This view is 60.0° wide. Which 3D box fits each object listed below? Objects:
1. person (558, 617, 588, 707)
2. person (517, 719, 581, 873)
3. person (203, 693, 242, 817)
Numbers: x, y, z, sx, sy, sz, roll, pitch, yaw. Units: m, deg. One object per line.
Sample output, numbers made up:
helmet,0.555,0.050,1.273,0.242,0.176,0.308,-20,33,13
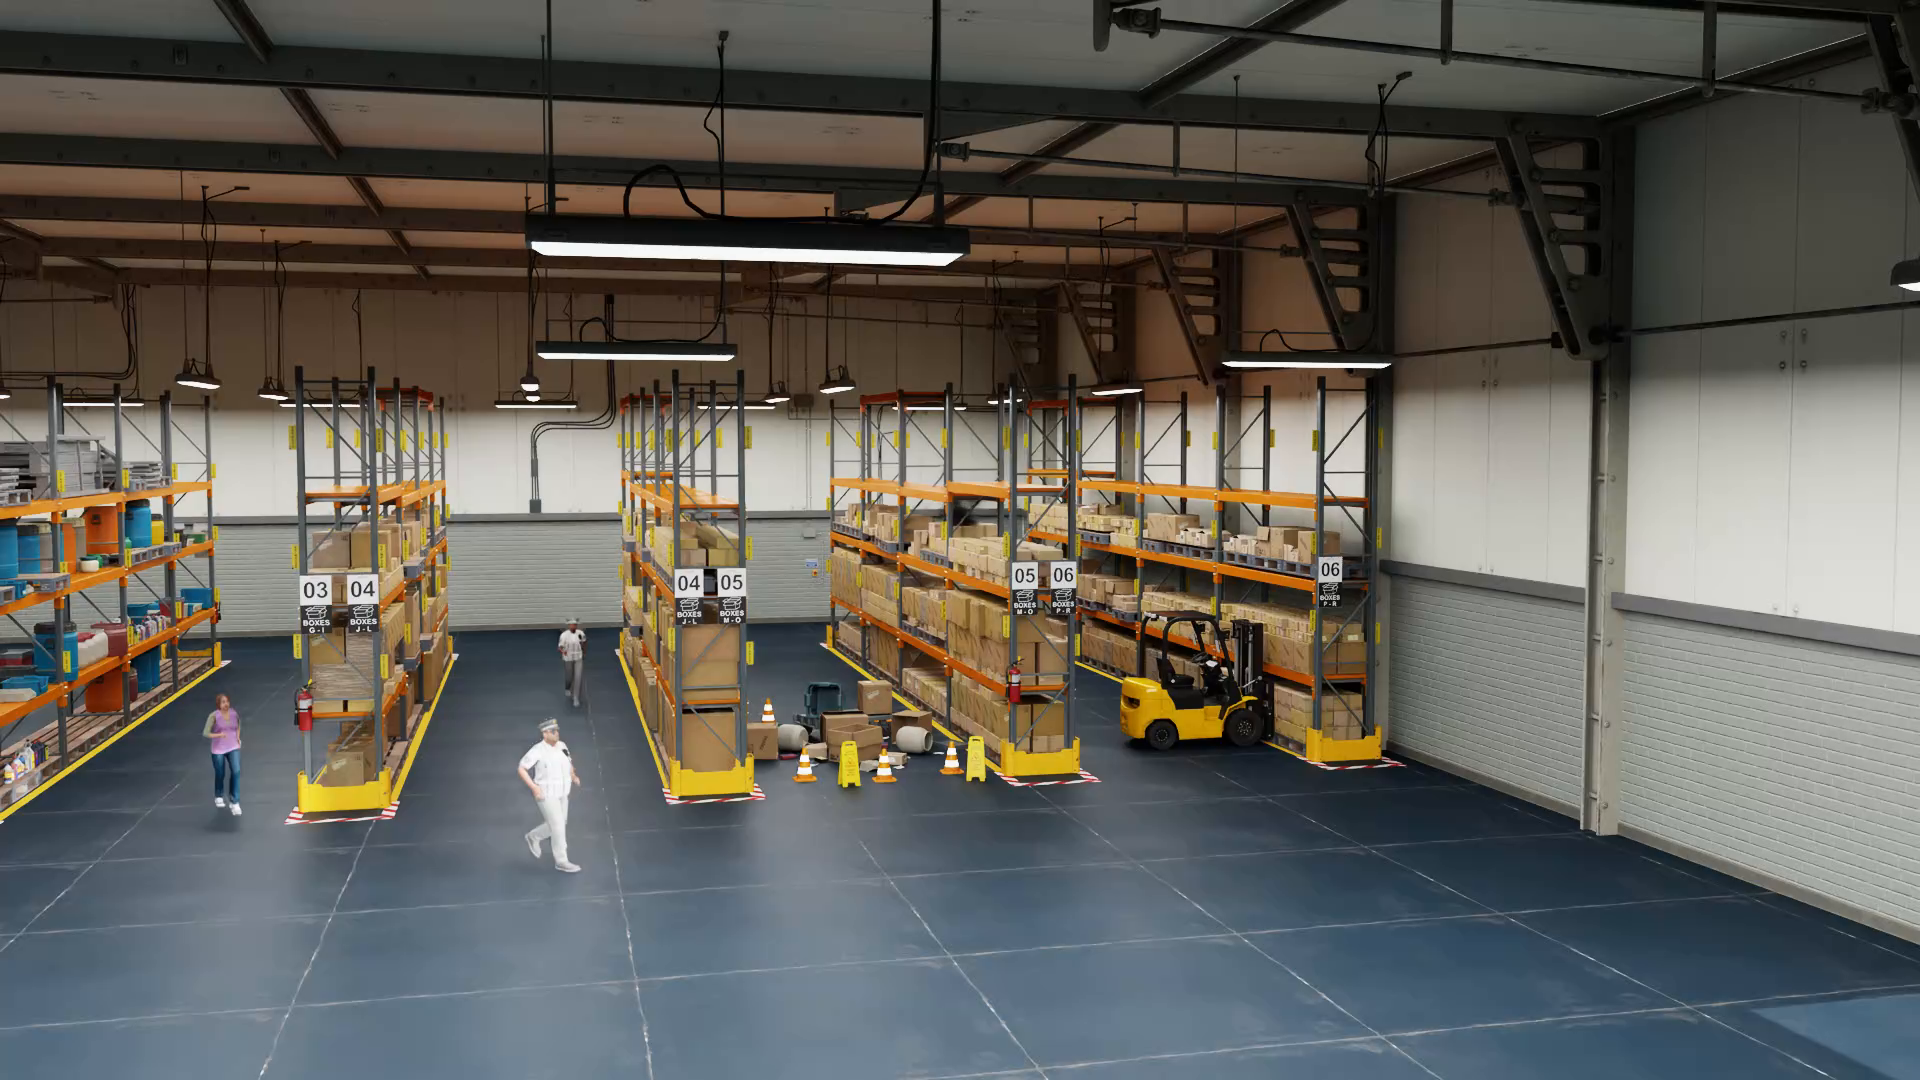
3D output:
person,-7.350,2.280,31.588,0.561,1.682,0.889,-1,4,-18
person,-4.794,2.951,19.425,0.929,1.755,0.691,2,4,30
person,-9.879,2.866,22.317,0.529,1.640,0.730,-2,4,-35
